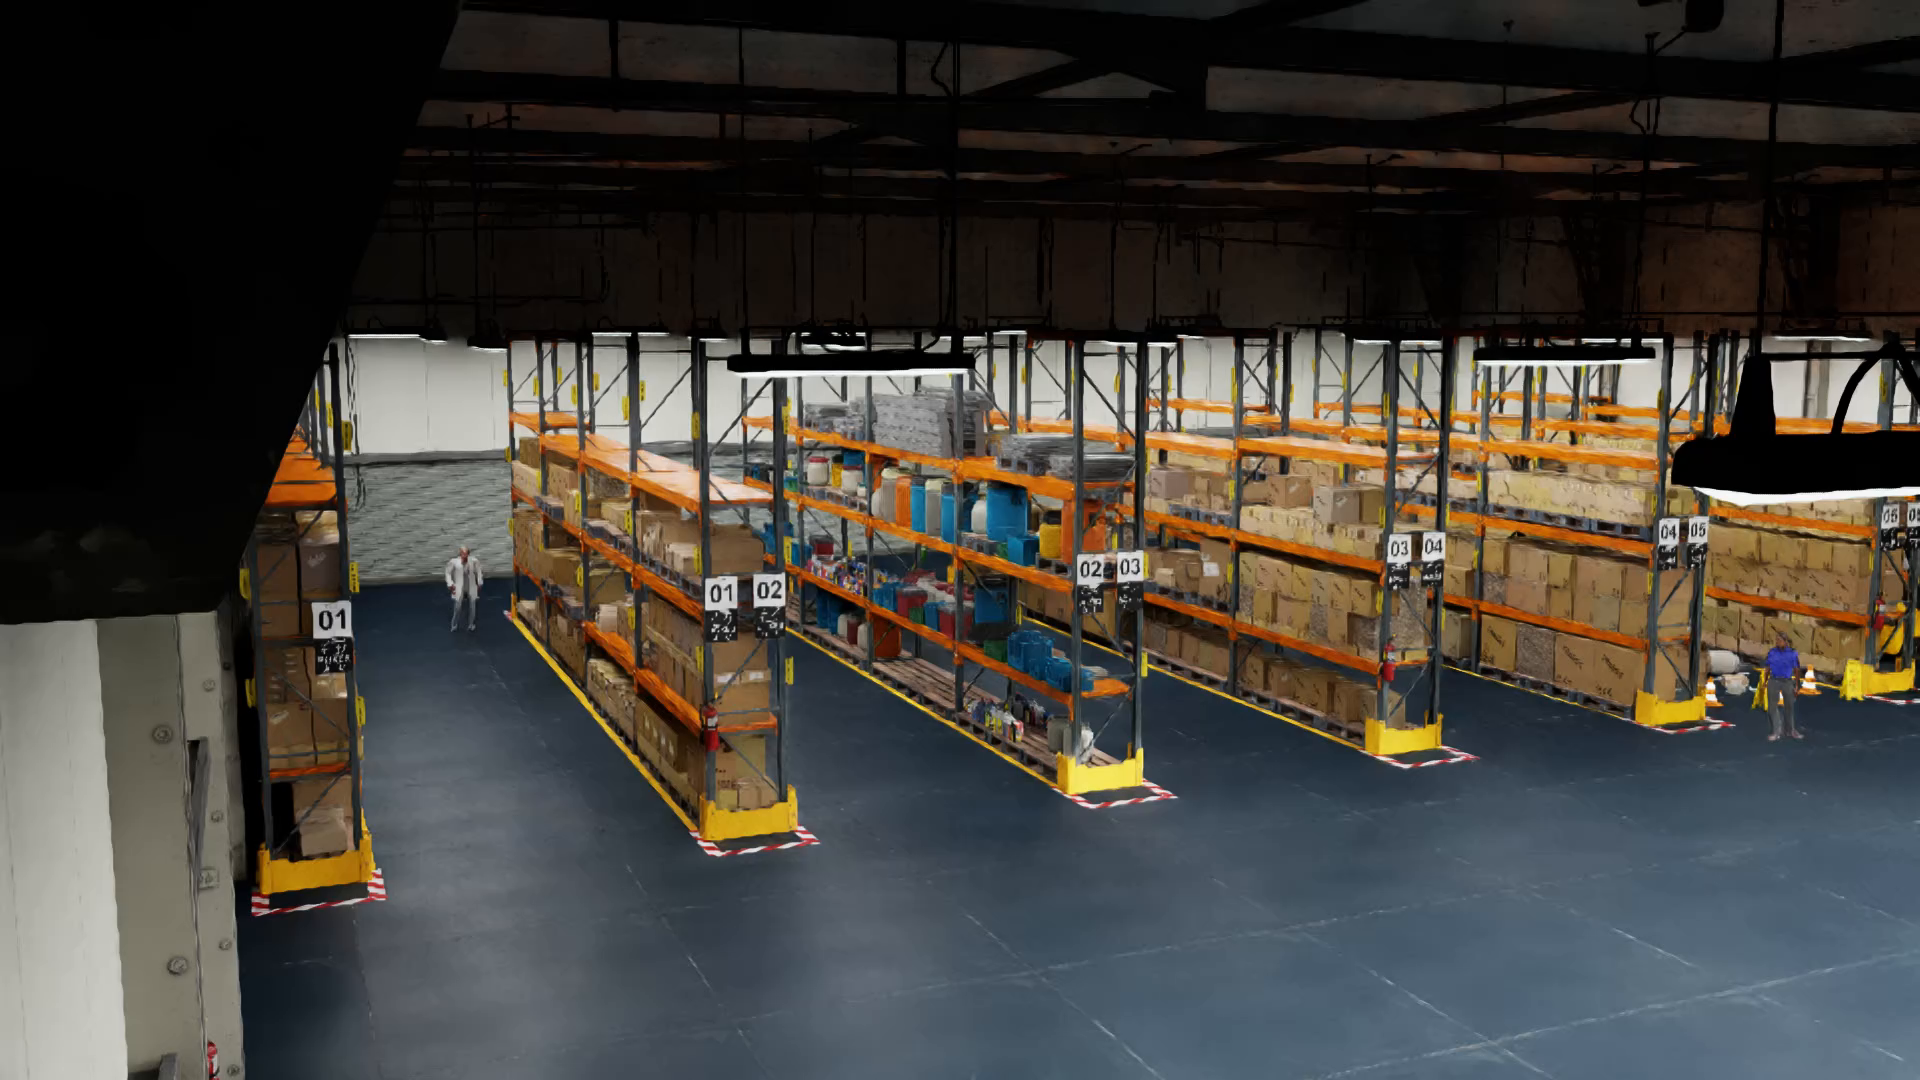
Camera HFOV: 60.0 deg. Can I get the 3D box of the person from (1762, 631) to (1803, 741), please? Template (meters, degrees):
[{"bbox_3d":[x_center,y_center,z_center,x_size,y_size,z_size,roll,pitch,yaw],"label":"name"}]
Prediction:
[{"bbox_3d":[12.295,2.159,24.813,0.567,1.647,0.520,6,10,39],"label":"person"}]

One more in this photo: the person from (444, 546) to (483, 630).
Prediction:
[{"bbox_3d":[-9.930,0.955,33.296,0.729,1.733,0.546,-4,9,-24],"label":"person"}]

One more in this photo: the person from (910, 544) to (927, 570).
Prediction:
[{"bbox_3d":[-0.984,0.047,39.650,0.460,1.780,0.704,1,8,9],"label":"person"}]

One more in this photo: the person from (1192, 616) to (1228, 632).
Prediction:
[{"bbox_3d":[4.868,0.976,33.051,0.601,1.694,1.186,-4,9,-25],"label":"person"}]
